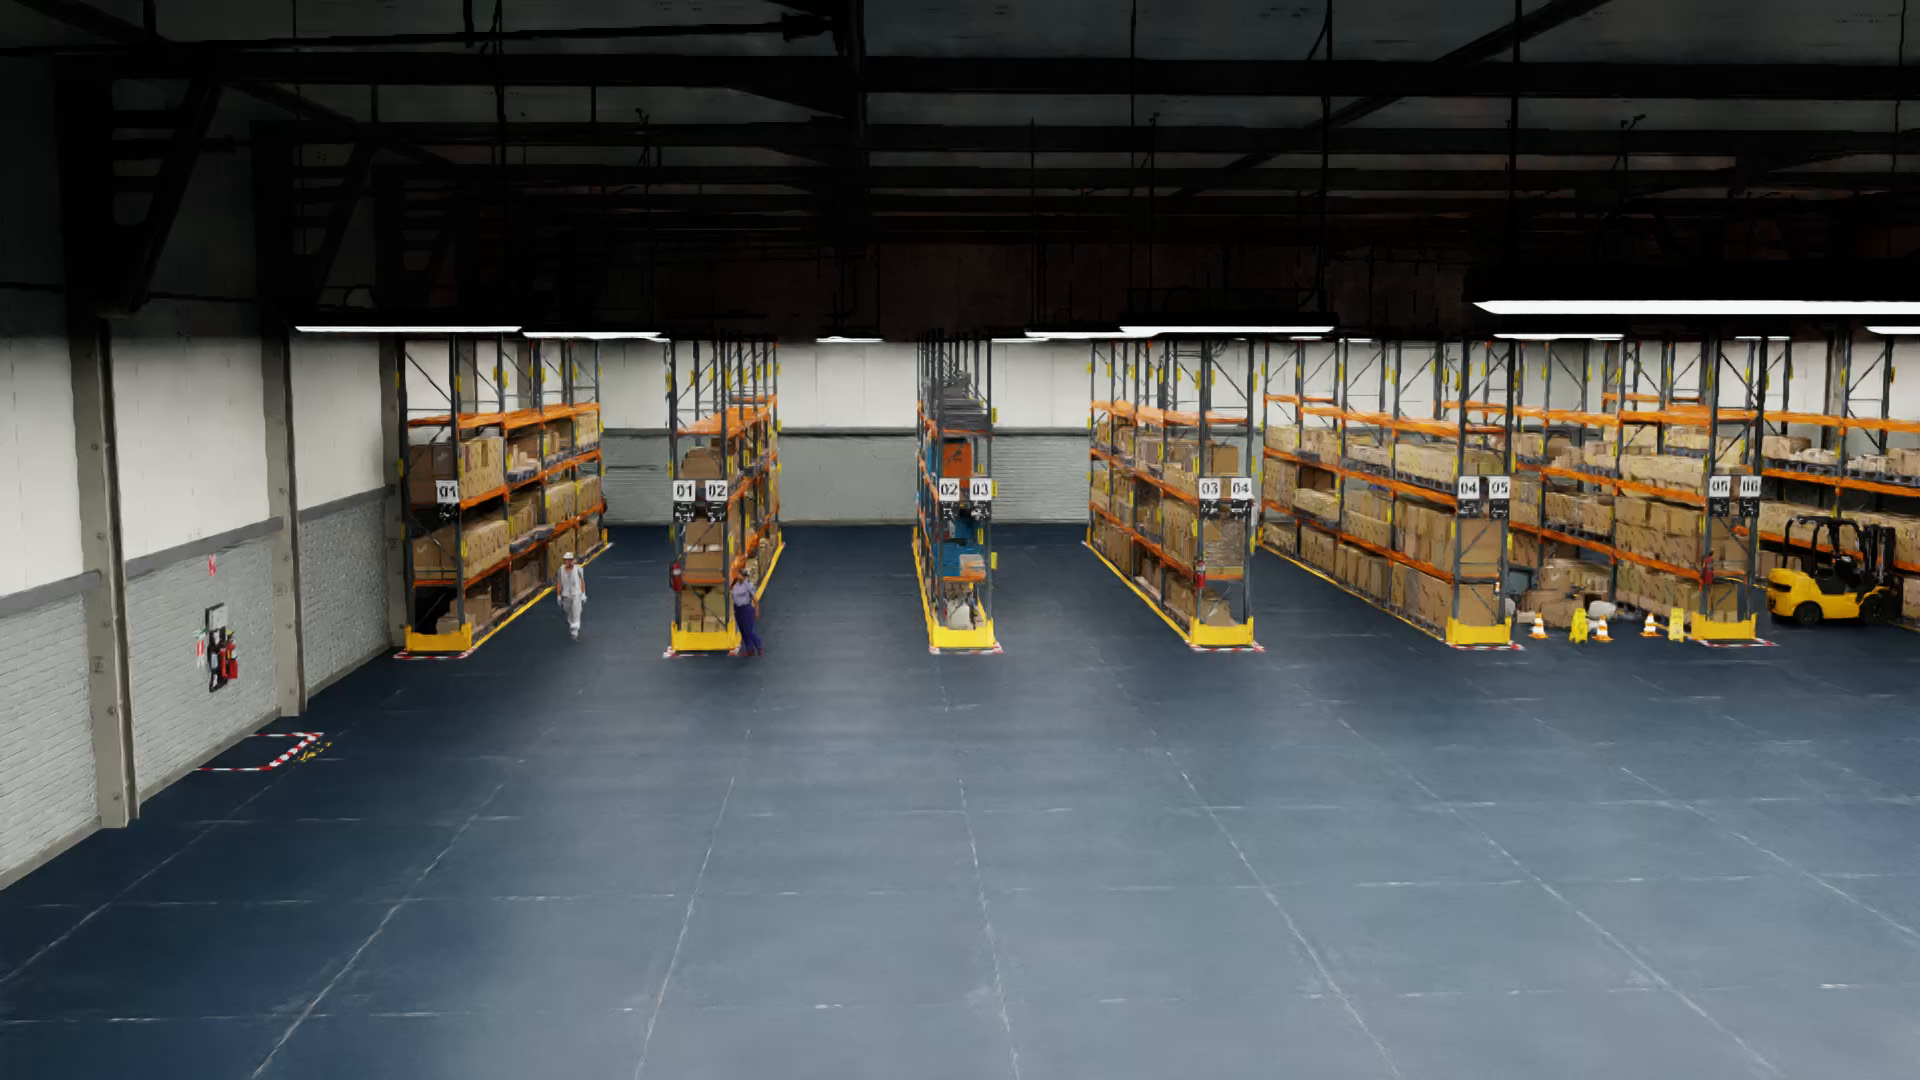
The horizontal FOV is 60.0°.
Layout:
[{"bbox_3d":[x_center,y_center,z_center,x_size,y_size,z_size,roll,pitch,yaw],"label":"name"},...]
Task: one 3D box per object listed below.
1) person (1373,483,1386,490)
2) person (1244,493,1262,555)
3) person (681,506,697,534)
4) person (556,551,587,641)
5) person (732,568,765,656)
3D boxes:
[{"bbox_3d":[13.040,-1.162,51.567,0.508,1.646,0.552,5,8,34],"label":"person"},{"bbox_3d":[7.833,-0.424,45.035,0.719,1.714,0.578,0,7,-4],"label":"person"},{"bbox_3d":[-8.021,-0.945,49.610,0.642,1.660,0.497,-7,9,-44],"label":"person"},{"bbox_3d":[-7.555,1.062,32.225,0.548,1.707,1.105,0,7,-1],"label":"person"},{"bbox_3d":[-3.879,1.326,30.526,0.623,1.621,0.470,6,9,41],"label":"person"}]
